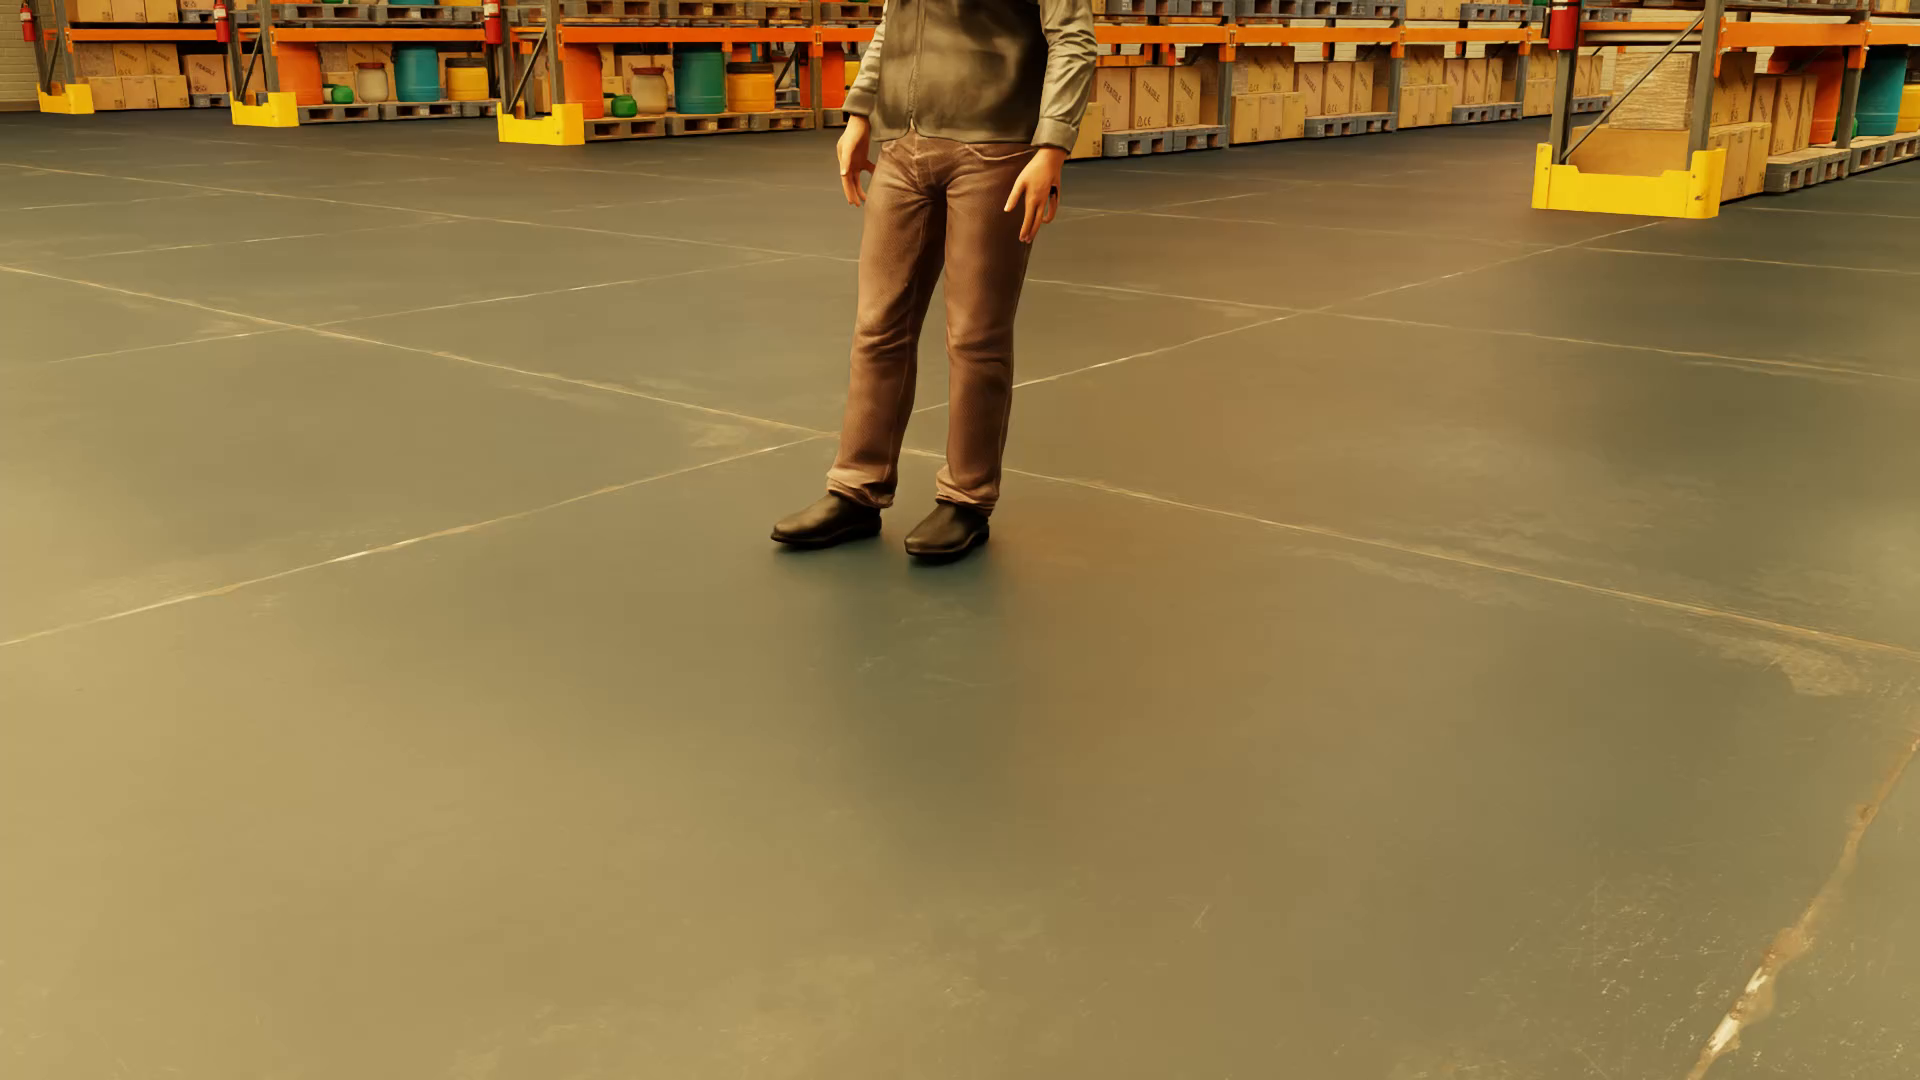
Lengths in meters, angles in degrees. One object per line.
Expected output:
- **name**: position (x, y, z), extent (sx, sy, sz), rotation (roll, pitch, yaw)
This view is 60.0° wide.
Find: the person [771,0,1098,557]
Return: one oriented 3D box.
- **person**: position (-0.046, -0.818, 3.649), extent (0.632, 1.720, 0.568), rotation (13, 21, 37)
